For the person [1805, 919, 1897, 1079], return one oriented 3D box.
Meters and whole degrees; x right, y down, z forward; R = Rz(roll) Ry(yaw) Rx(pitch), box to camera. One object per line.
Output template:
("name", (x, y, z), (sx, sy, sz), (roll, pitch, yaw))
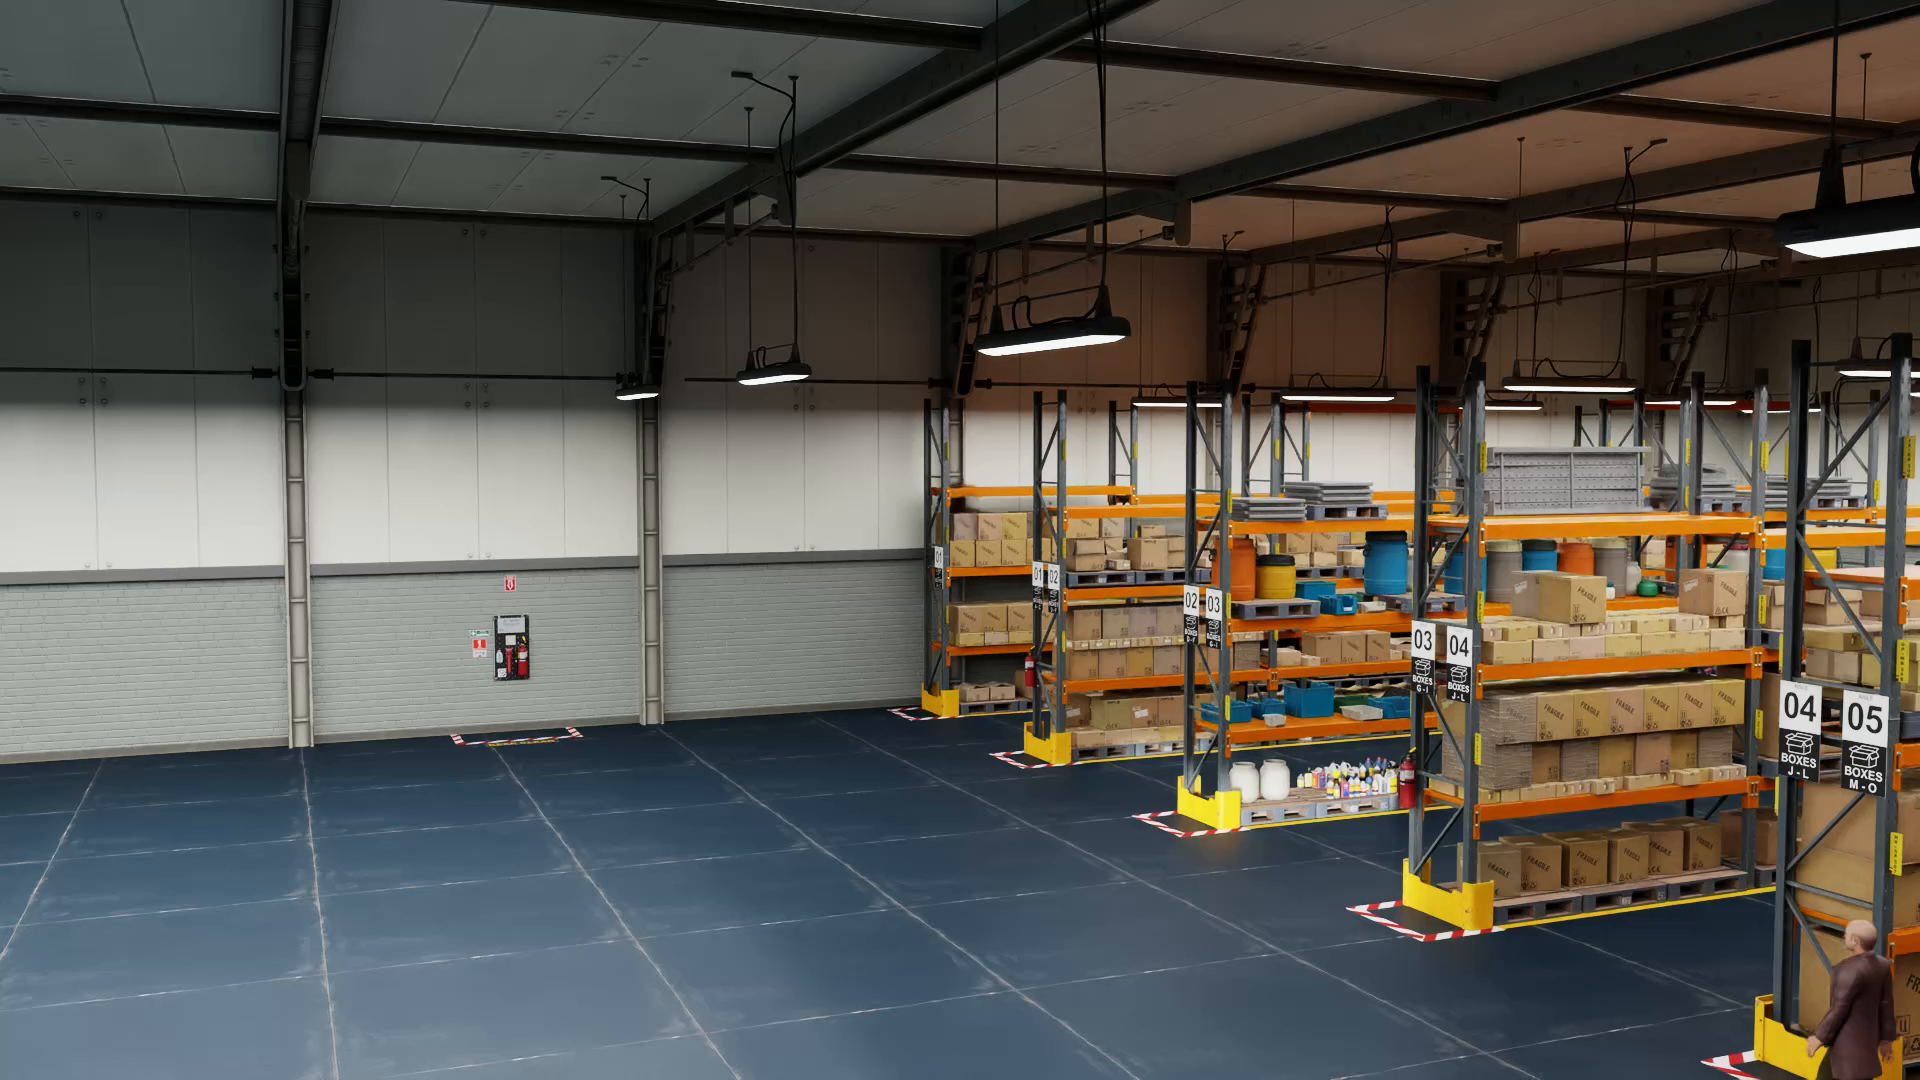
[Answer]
("person", (6.428, 3.586, 11.910), (1.074, 1.752, 0.565), (3, 5, 43))
